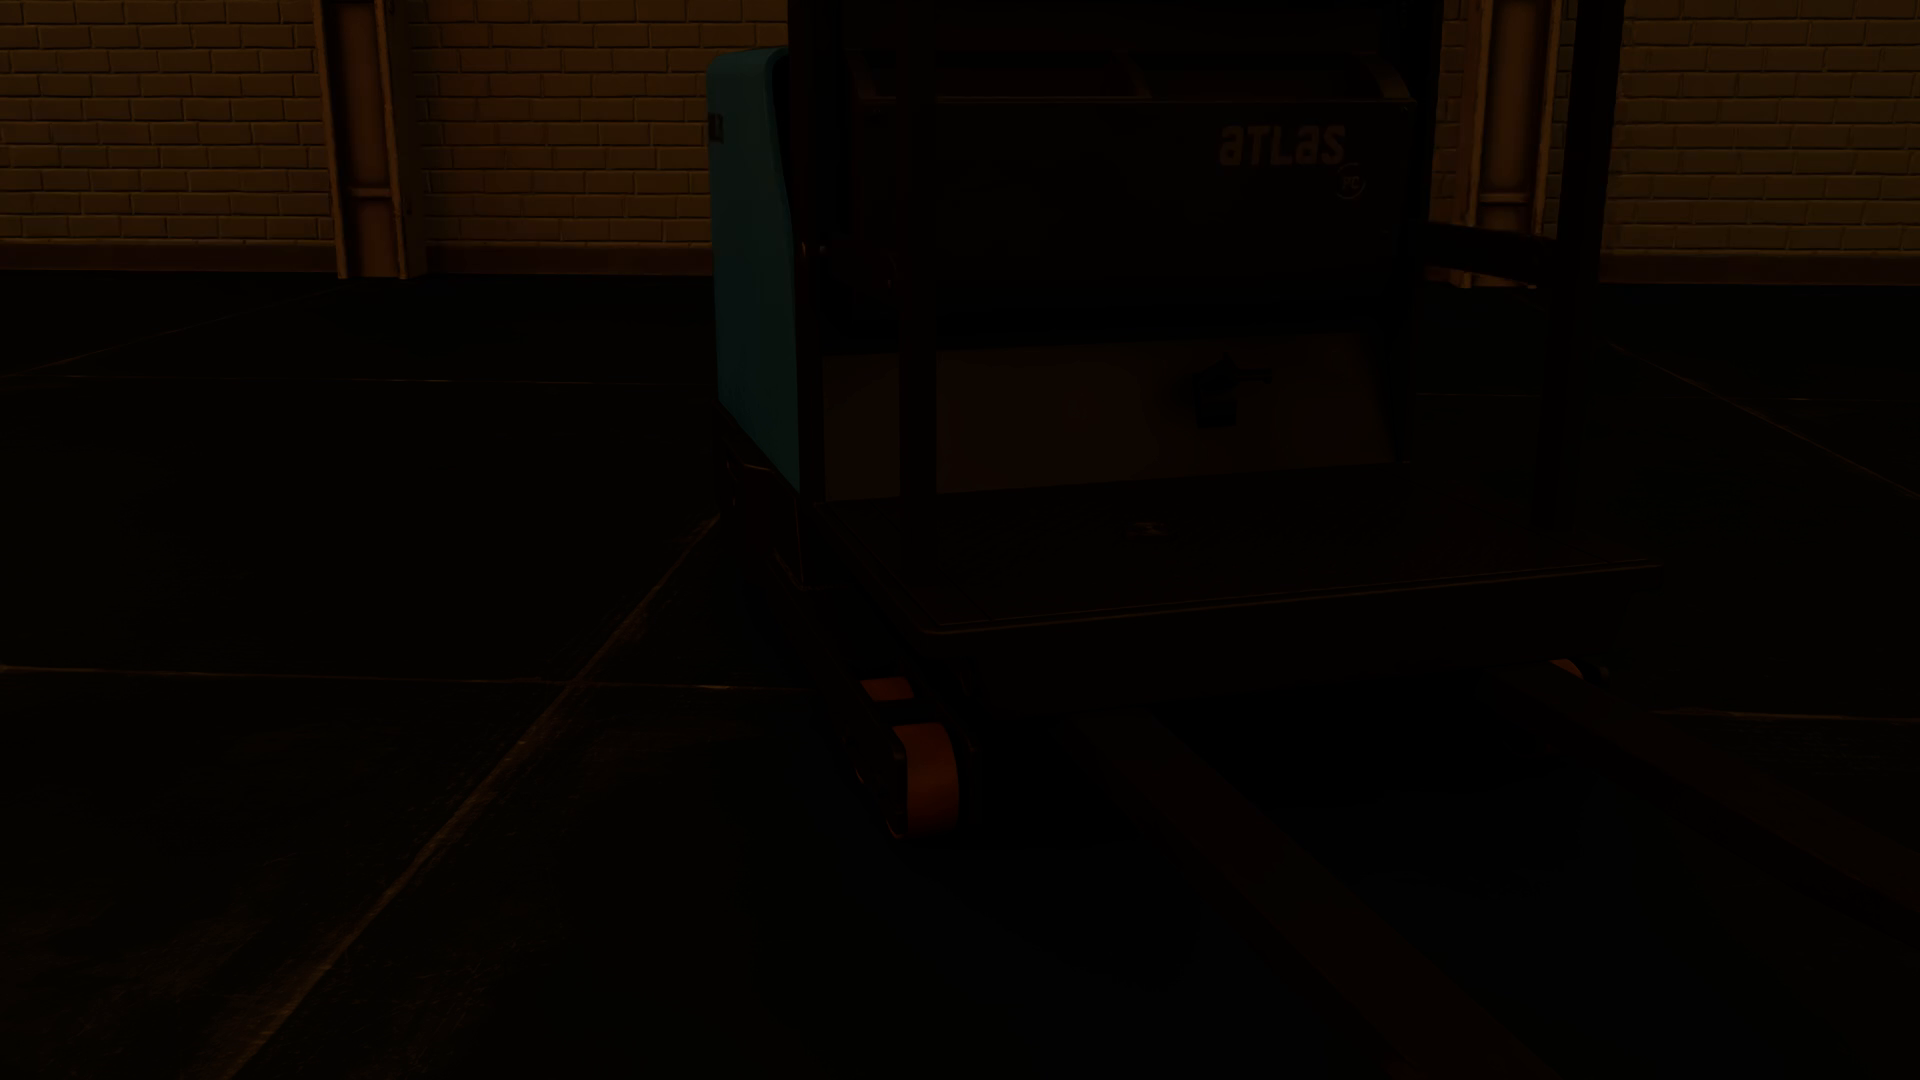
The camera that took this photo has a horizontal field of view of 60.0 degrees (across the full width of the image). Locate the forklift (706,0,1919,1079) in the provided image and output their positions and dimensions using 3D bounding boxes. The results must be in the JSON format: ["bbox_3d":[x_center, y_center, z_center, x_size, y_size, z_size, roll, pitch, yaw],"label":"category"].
[{"bbox_3d":[0.341,-1.115,2.327,1.130,2.935,3.031,-4,16,-16],"label":"forklift"}]
